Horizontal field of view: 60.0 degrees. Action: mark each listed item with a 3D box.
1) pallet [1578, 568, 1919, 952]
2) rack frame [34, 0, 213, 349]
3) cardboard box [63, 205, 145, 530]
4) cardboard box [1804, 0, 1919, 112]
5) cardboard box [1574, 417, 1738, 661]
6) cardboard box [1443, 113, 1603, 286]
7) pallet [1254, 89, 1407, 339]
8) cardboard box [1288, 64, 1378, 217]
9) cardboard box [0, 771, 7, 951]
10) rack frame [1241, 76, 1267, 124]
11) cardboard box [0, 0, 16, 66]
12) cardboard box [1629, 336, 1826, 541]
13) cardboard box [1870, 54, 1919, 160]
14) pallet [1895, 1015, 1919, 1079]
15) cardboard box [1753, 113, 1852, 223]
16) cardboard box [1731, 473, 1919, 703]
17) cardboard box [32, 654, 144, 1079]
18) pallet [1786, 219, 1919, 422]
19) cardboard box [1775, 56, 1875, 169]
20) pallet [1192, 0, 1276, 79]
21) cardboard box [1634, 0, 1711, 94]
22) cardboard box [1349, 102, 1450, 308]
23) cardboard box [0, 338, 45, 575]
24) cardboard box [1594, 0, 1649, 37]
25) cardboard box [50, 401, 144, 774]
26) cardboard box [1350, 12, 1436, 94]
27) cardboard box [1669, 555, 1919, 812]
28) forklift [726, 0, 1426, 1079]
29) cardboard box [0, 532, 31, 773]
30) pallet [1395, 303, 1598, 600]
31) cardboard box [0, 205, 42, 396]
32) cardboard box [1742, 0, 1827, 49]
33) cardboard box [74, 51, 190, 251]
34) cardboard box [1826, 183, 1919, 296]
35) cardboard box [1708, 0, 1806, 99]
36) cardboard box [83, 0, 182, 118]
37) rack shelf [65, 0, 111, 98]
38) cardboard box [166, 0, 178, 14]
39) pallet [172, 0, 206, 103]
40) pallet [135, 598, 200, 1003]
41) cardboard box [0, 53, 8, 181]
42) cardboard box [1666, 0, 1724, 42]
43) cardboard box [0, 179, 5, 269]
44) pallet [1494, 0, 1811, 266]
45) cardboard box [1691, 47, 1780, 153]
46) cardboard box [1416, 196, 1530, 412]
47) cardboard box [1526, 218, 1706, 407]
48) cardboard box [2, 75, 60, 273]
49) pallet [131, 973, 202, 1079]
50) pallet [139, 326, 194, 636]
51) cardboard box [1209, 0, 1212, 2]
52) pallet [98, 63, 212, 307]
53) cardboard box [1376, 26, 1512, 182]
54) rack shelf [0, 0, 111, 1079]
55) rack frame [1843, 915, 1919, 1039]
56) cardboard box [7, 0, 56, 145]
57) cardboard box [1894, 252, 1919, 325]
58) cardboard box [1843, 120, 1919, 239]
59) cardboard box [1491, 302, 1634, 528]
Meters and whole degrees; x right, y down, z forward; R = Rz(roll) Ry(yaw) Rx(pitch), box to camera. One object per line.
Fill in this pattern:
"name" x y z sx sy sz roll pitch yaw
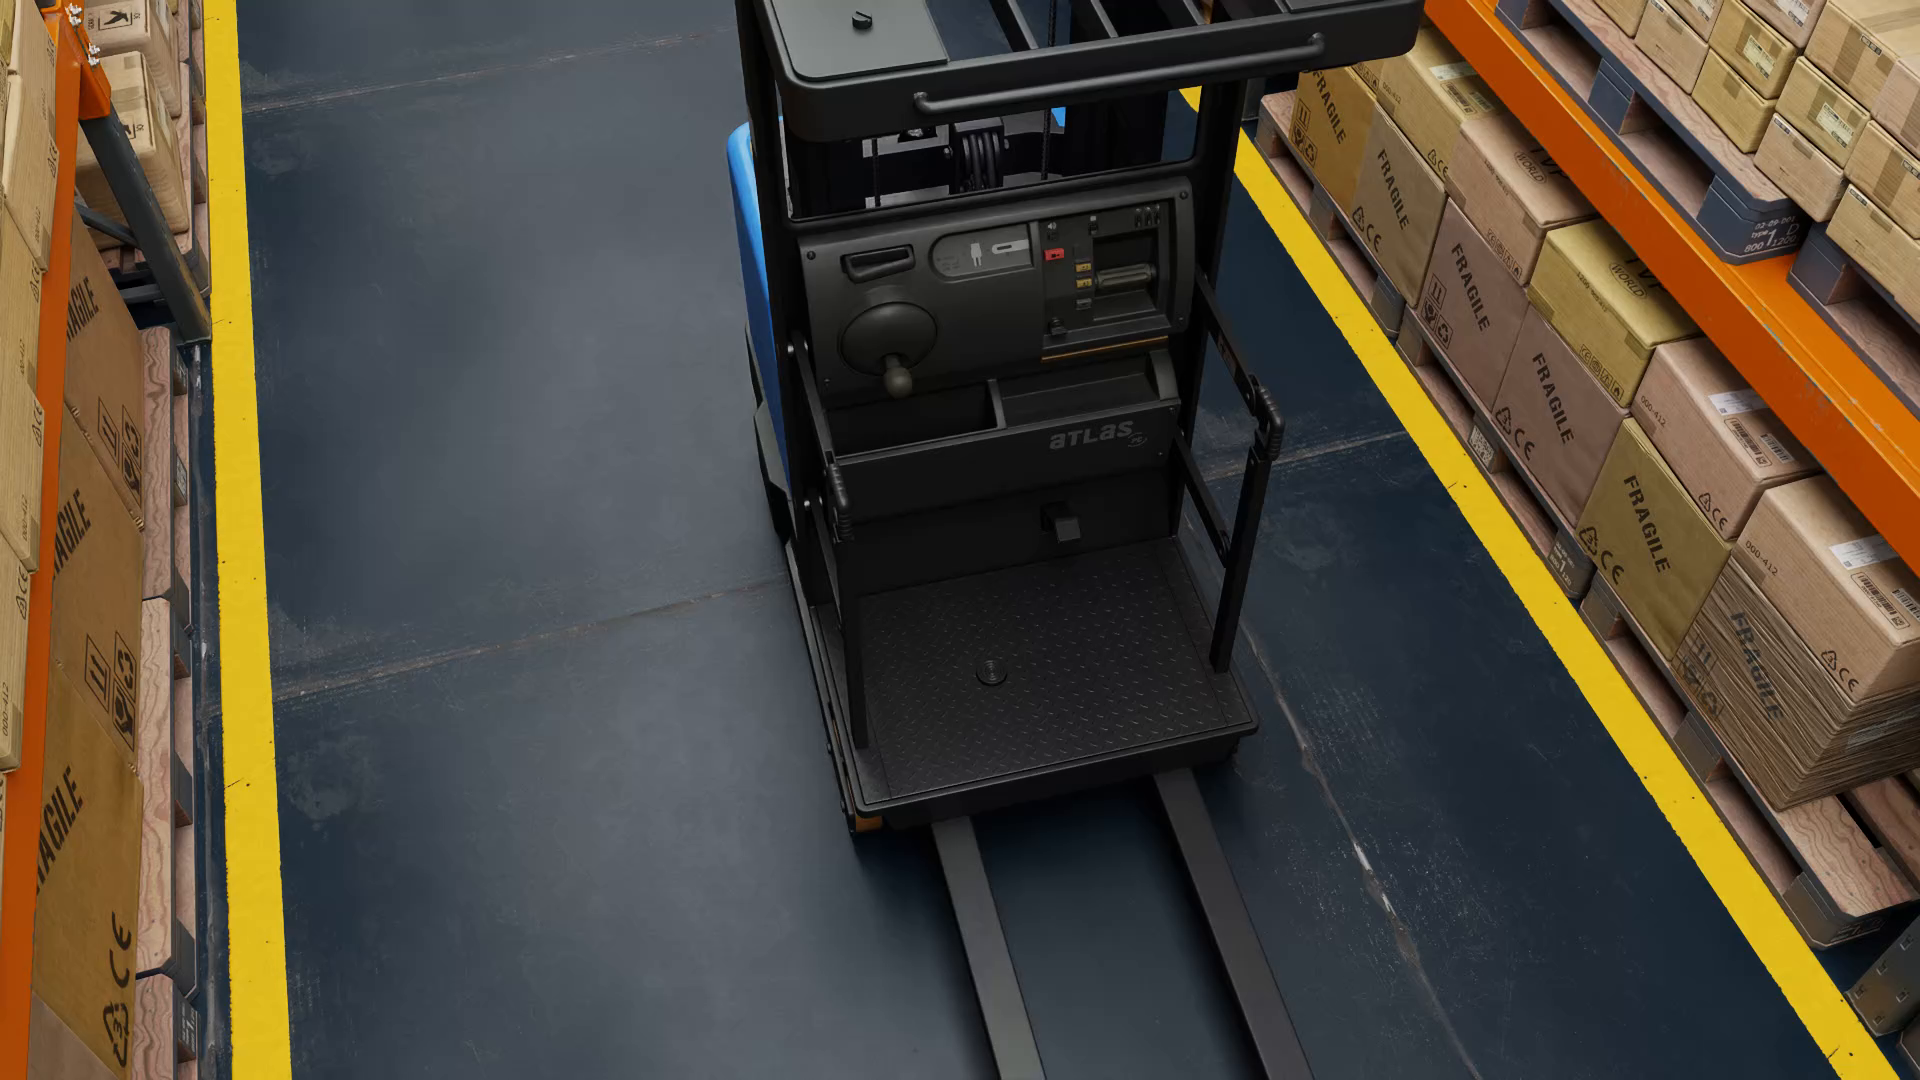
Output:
"pallet" 2.530 0.462 4.722 1.003 0.211 1.213 -13 51 -11
"rack frame" -3.120 -1.596 4.634 1.000 3.000 0.127 -13 51 -11
"cardboard box" -2.995 -0.524 4.845 0.875 0.875 0.875 -14 51 -11
"cardboard box" 2.155 -1.120 3.733 0.380 0.149 0.250 -15 51 -12
"cardboard box" 2.151 -0.056 4.696 0.500 0.500 0.500 -14 51 -12
"cardboard box" 1.836 -1.068 5.058 0.500 0.250 0.500 -13 51 -11
"pallet" 1.809 -1.320 6.224 1.003 0.211 1.213 -13 51 -11
"cardboard box" 1.544 -1.545 5.951 0.500 0.500 0.500 -15 52 -13
"cardboard box" -1.969 0.615 2.868 0.500 0.250 0.500 -14 51 -12
"rack frame" 1.579 -2.790 5.640 1.000 3.000 0.127 -13 51 -11
"cardboard box" -2.734 -1.413 4.250 0.500 0.250 0.500 -13 51 -11
"cardboard box" 2.161 -0.305 4.415 0.500 0.250 0.500 -11 51 -9
"cardboard box" 2.224 -0.940 3.581 0.380 0.149 0.250 -13 51 -11
"pallet" 2.994 1.513 3.836 1.003 0.211 1.213 -13 51 -11
"cardboard box" 2.144 -0.925 3.957 0.380 0.149 0.250 -15 52 -13
"cardboard box" 2.300 0.074 4.096 0.500 0.250 0.500 -15 51 -12
"cardboard box" -2.471 0.782 3.744 0.875 0.875 0.875 -12 51 -10
"pallet" 2.675 -0.397 3.749 1.003 0.211 1.213 -13 51 -11
"cardboard box" 2.145 -1.027 3.849 0.380 0.149 0.250 -16 52 -13
"pallet" 1.418 -2.484 7.206 1.003 0.211 1.213 -13 51 -11
"cardboard box" 1.988 -1.313 4.285 0.380 0.149 0.250 -15 51 -12
"cardboard box" 1.696 -1.178 5.642 0.500 0.500 0.500 -13 51 -11
"cardboard box" -2.245 -0.130 3.496 0.500 0.250 0.500 -14 51 -12
"cardboard box" 1.912 -1.504 4.445 0.380 0.149 0.250 -13 51 -10
"cardboard box" -2.735 0.129 4.295 0.875 0.875 0.875 -13 51 -11
"cardboard box" 1.552 -1.802 5.677 0.500 0.250 0.500 -15 52 -13
"cardboard box" 2.302 0.319 4.380 0.500 0.500 0.500 -14 51 -12
"forklift" 0.153 -0.478 3.736 1.130 2.935 3.031 -11 51 -9
"cardboard box" -2.106 0.237 3.187 0.500 0.250 0.500 -14 51 -11
"pallet" 2.166 -0.430 5.475 1.003 0.211 1.213 -13 51 -11
"cardboard box" -2.423 -0.497 3.805 0.500 0.250 0.500 -14 51 -11
"cardboard box" 2.072 -1.315 3.897 0.380 0.149 0.250 -15 52 -13
"cardboard box" -3.277 -1.300 5.828 0.950 0.372 0.625 -16 52 -13
"cardboard box" 2.232 -0.723 3.787 0.380 0.149 0.250 -16 52 -13
"cardboard box" 2.062 -1.226 4.017 0.380 0.149 0.250 -13 51 -11
"cardboard box" -3.503 -1.837 6.281 0.950 0.372 0.625 -14 51 -12
"rack shelf" -3.711 -2.825 6.140 1.077 0.370 4.000 -13 51 -11
"cardboard box" -3.722 -2.392 6.749 0.950 0.372 0.625 -12 51 -10
"pallet" -3.707 -2.158 6.931 1.003 0.211 1.213 -13 51 -11
"pallet" -2.602 0.785 4.450 1.003 0.211 1.213 -13 51 -11
"cardboard box" -2.579 -1.039 3.935 0.500 0.250 0.500 -14 51 -12
"cardboard box" 1.996 -1.405 4.168 0.380 0.149 0.250 -12 51 -10
"cardboard box" -2.408 -0.670 3.624 0.500 0.250 0.500 -15 51 -12
"pallet" 2.203 -1.291 4.502 1.003 0.211 1.213 -13 51 -11
"cardboard box" 2.067 -1.118 4.121 0.380 0.149 0.250 -11 51 -9
"cardboard box" 1.853 -0.805 5.327 0.500 0.500 0.500 -14 51 -12
"cardboard box" 1.991 -0.688 4.737 0.500 0.250 0.500 -15 52 -13
"cardboard box" -2.556 -0.868 4.118 0.500 0.250 0.500 -12 51 -10
"pallet" -2.237 1.677 3.698 1.003 0.211 1.213 -13 51 -11
"pallet" -2.959 -0.105 5.200 1.003 0.211 1.213 -13 51 -11
"cardboard box" 1.485 -2.665 6.731 1.050 0.750 0.750 -14 51 -11
"pallet" -3.350 -1.269 6.182 1.003 0.211 1.213 -13 51 -11
"cardboard box" 1.702 -1.432 5.365 0.500 0.250 0.500 -14 51 -11
"rack shelf" -2.528 0.096 3.678 1.077 0.370 4.000 -13 51 -11
"rack frame" 2.762 0.132 3.177 1.000 3.000 0.127 -13 51 -11
"cardboard box" -2.722 -1.237 4.429 0.500 0.250 0.500 -15 51 -12
"cardboard box" 2.306 -0.540 3.633 0.380 0.149 0.250 -13 51 -11
"cardboard box" 2.221 -0.837 3.689 0.380 0.149 0.250 -15 51 -12
"cardboard box" 2.003 -0.432 5.012 0.500 0.500 0.500 -14 51 -12
